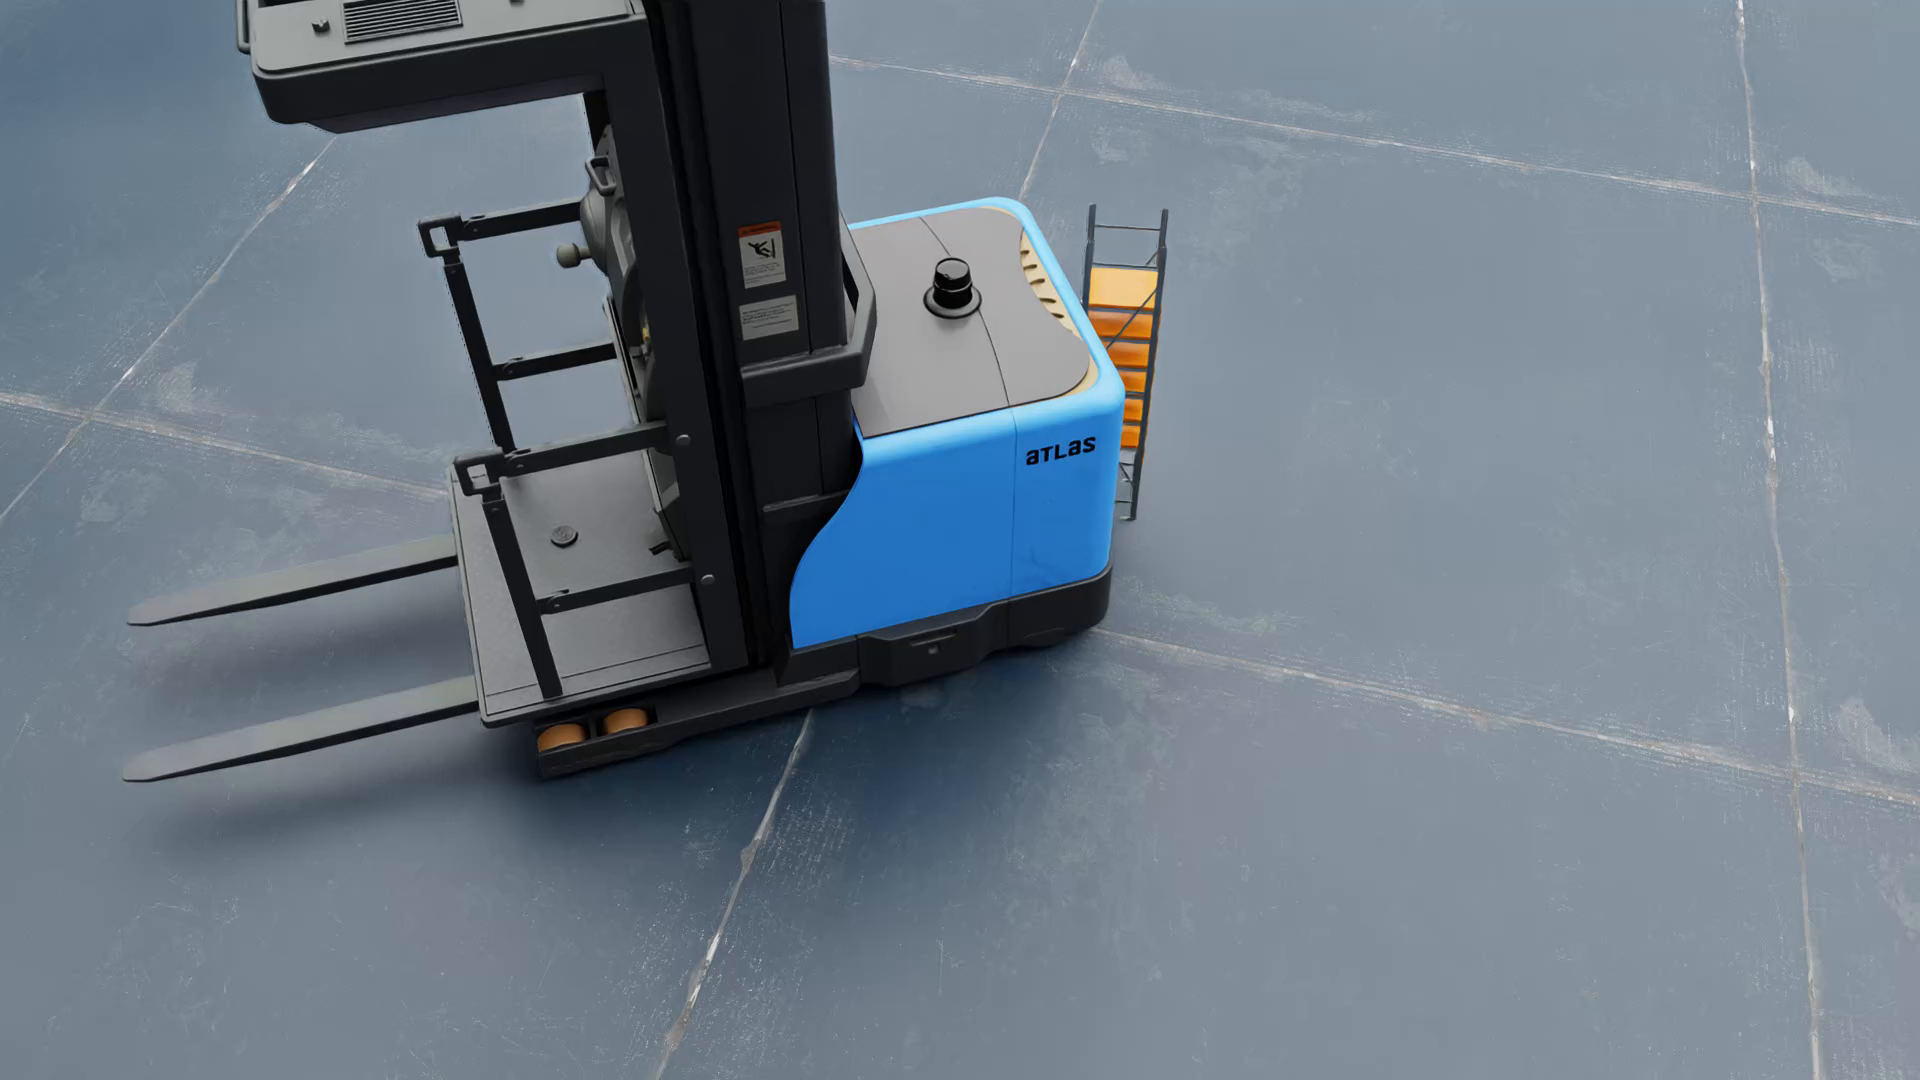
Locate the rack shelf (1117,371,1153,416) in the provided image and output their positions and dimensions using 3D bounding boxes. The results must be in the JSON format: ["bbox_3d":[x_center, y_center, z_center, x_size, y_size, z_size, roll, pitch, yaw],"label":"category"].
[{"bbox_3d":[0.504,-0.517,5.465,0.258,0.103,0.180,5,49,4],"label":"rack shelf"}]

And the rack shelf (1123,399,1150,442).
[{"bbox_3d":[0.504,-0.437,5.555,0.258,0.103,0.180,5,49,4],"label":"rack shelf"}]

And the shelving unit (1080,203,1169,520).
[{"bbox_3d":[0.504,-0.546,5.432,0.258,1.200,0.189,5,49,4],"label":"shelving unit"}]

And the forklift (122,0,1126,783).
[{"bbox_3d":[-1.088,-0.697,4.410,3.031,2.935,1.130,-13,50,-11],"label":"forklift"}]

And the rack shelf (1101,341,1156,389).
[{"bbox_3d":[0.504,-0.596,5.375,0.258,0.103,0.180,5,49,4],"label":"rack shelf"}]

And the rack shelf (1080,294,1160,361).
[{"bbox_3d":[0.504,-0.676,5.285,0.258,0.103,0.180,5,49,4],"label":"rack shelf"}]

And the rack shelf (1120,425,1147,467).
[{"bbox_3d":[0.504,-0.358,5.645,0.258,0.103,0.180,5,49,4],"label":"rack shelf"}]

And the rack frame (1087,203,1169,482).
[{"bbox_3d":[0.514,-0.614,5.492,0.240,1.200,0.006,5,49,4],"label":"rack frame"}]

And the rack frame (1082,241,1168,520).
[{"bbox_3d":[0.495,-0.478,5.372,0.240,1.200,0.006,5,49,4],"label":"rack frame"}]

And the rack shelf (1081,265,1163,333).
[{"bbox_3d":[0.504,-0.755,5.195,0.258,0.103,0.180,5,49,4],"label":"rack shelf"}]
